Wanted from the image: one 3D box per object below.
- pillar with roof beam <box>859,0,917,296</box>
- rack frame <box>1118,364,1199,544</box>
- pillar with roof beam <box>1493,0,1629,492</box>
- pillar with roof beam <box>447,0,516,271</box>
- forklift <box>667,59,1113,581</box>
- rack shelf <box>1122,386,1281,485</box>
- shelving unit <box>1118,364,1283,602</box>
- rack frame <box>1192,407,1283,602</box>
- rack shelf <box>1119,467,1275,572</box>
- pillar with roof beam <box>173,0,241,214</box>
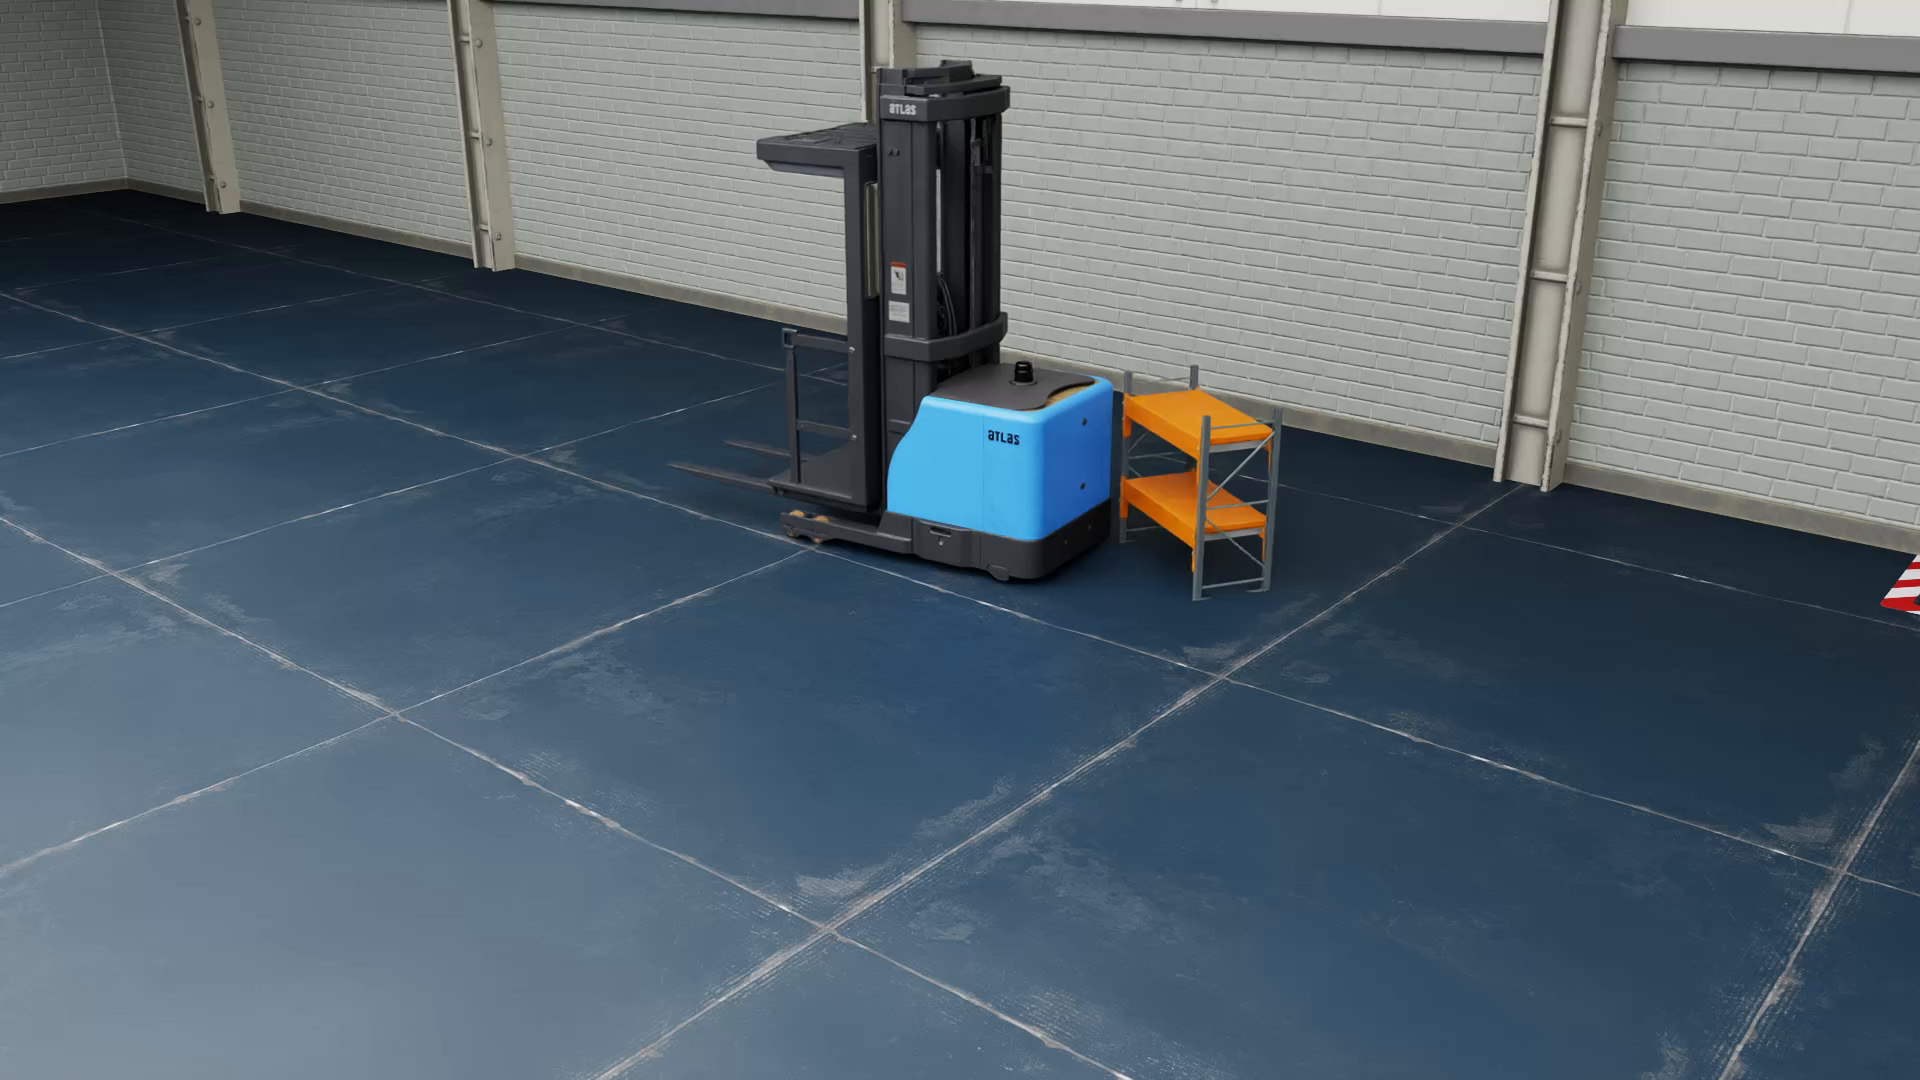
[{"bbox_3d":[-3.344,-4.792,10.623,0.400,9.000,9.100,16,26,36],"label":"pillar with roof beam"},{"bbox_3d":[1.249,-0.535,10.493,0.500,1.125,0.032,-7,22,-19],"label":"rack frame"},{"bbox_3d":[1.305,-3.454,7.074,0.400,9.000,9.100,16,26,36],"label":"pillar with roof beam"},{"bbox_3d":[-7.992,-6.131,14.173,0.400,9.000,9.100,16,26,36],"label":"pillar with roof beam"},{"bbox_3d":[-0.559,-1.499,10.489,3.031,2.935,1.130,13,24,30],"label":"forklift"},{"bbox_3d":[1.423,-0.641,9.943,0.538,0.278,1.000,-7,22,-19],"label":"rack shelf"},{"bbox_3d":[1.423,-0.367,10.046,0.538,1.125,1.048,-7,22,-19],"label":"shelving unit"},{"bbox_3d":[1.598,-0.198,9.599,0.500,1.125,0.032,-7,22,-19],"label":"rack frame"},{"bbox_3d":[1.423,-0.138,10.133,0.538,0.278,1.000,-7,22,-19],"label":"rack shelf"},{"bbox_3d":[-12.640,-7.470,17.723,0.400,9.000,9.100,16,26,36],"label":"pillar with roof beam"}]
